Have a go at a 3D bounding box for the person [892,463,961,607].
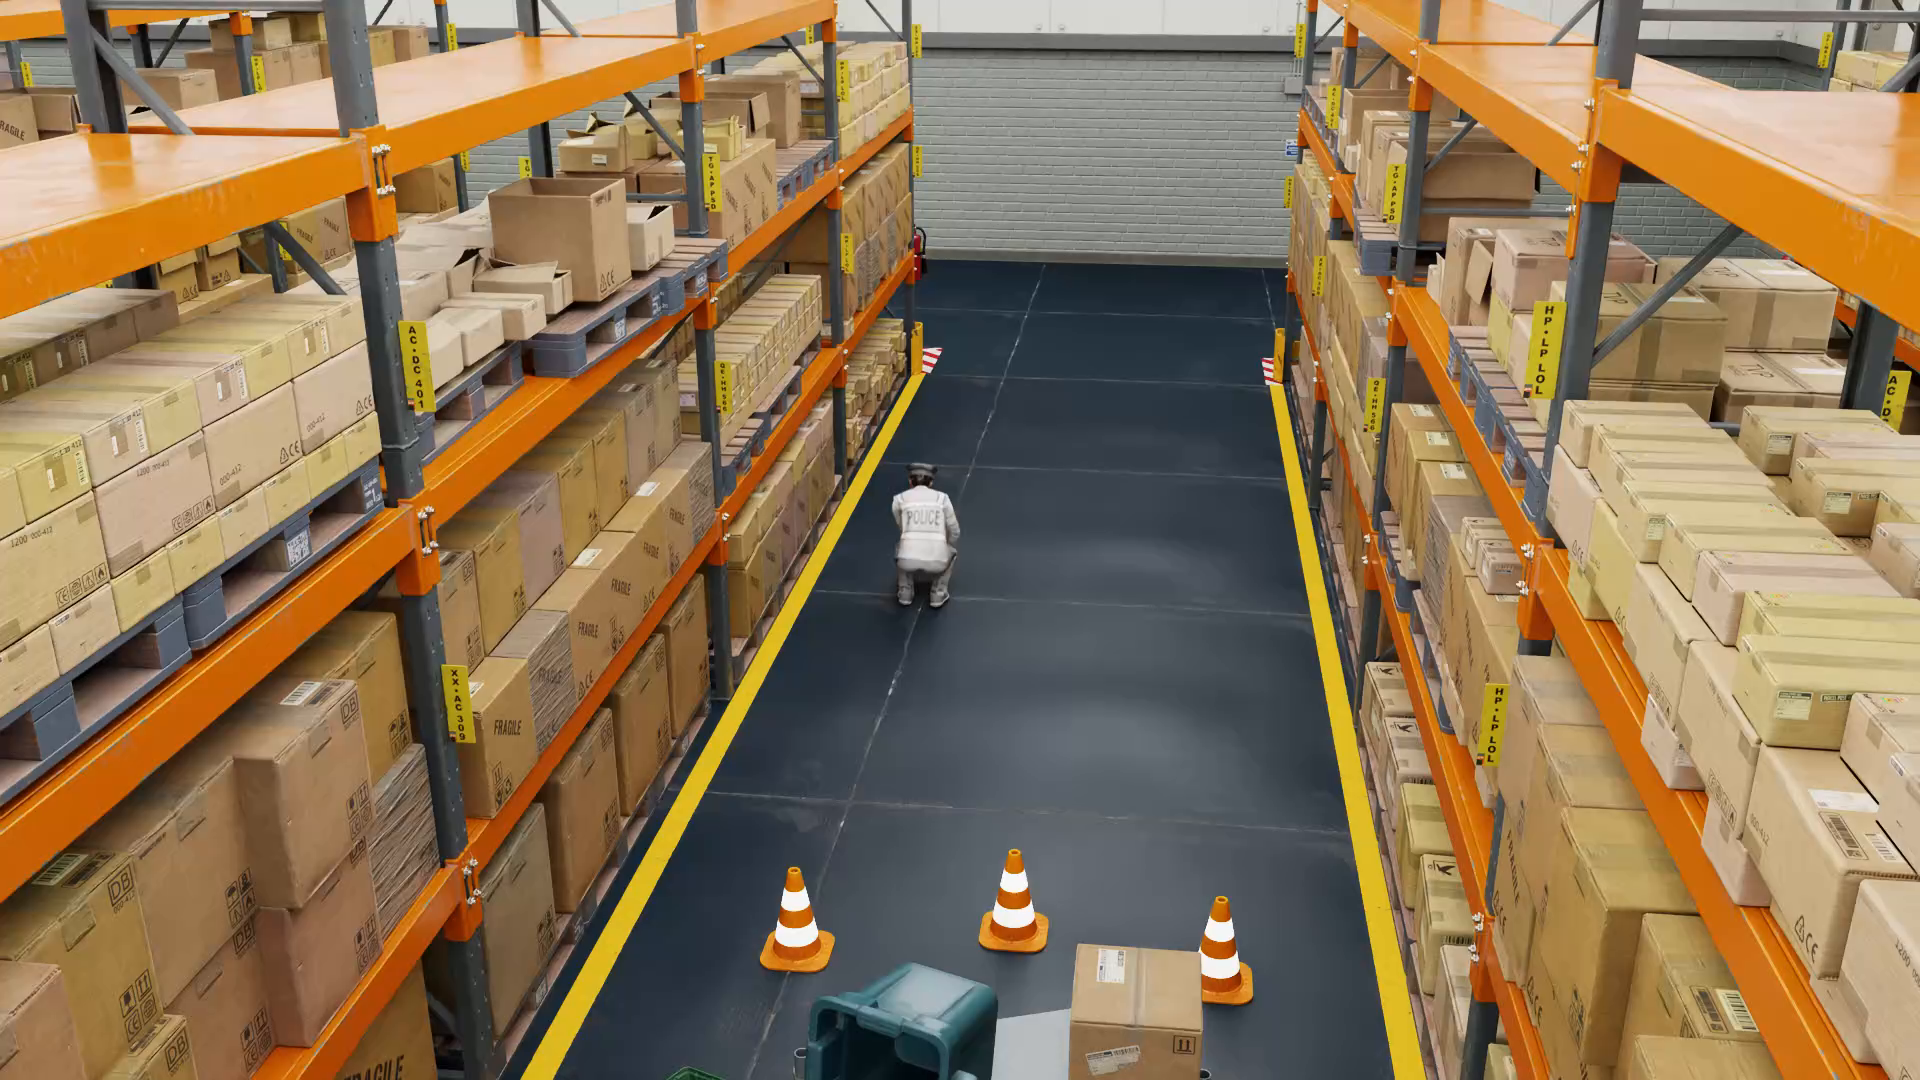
[{"bbox_3d":[-0.256,-0.050,12.192,0.491,0.969,0.828,2,21,6],"label":"person"}]
